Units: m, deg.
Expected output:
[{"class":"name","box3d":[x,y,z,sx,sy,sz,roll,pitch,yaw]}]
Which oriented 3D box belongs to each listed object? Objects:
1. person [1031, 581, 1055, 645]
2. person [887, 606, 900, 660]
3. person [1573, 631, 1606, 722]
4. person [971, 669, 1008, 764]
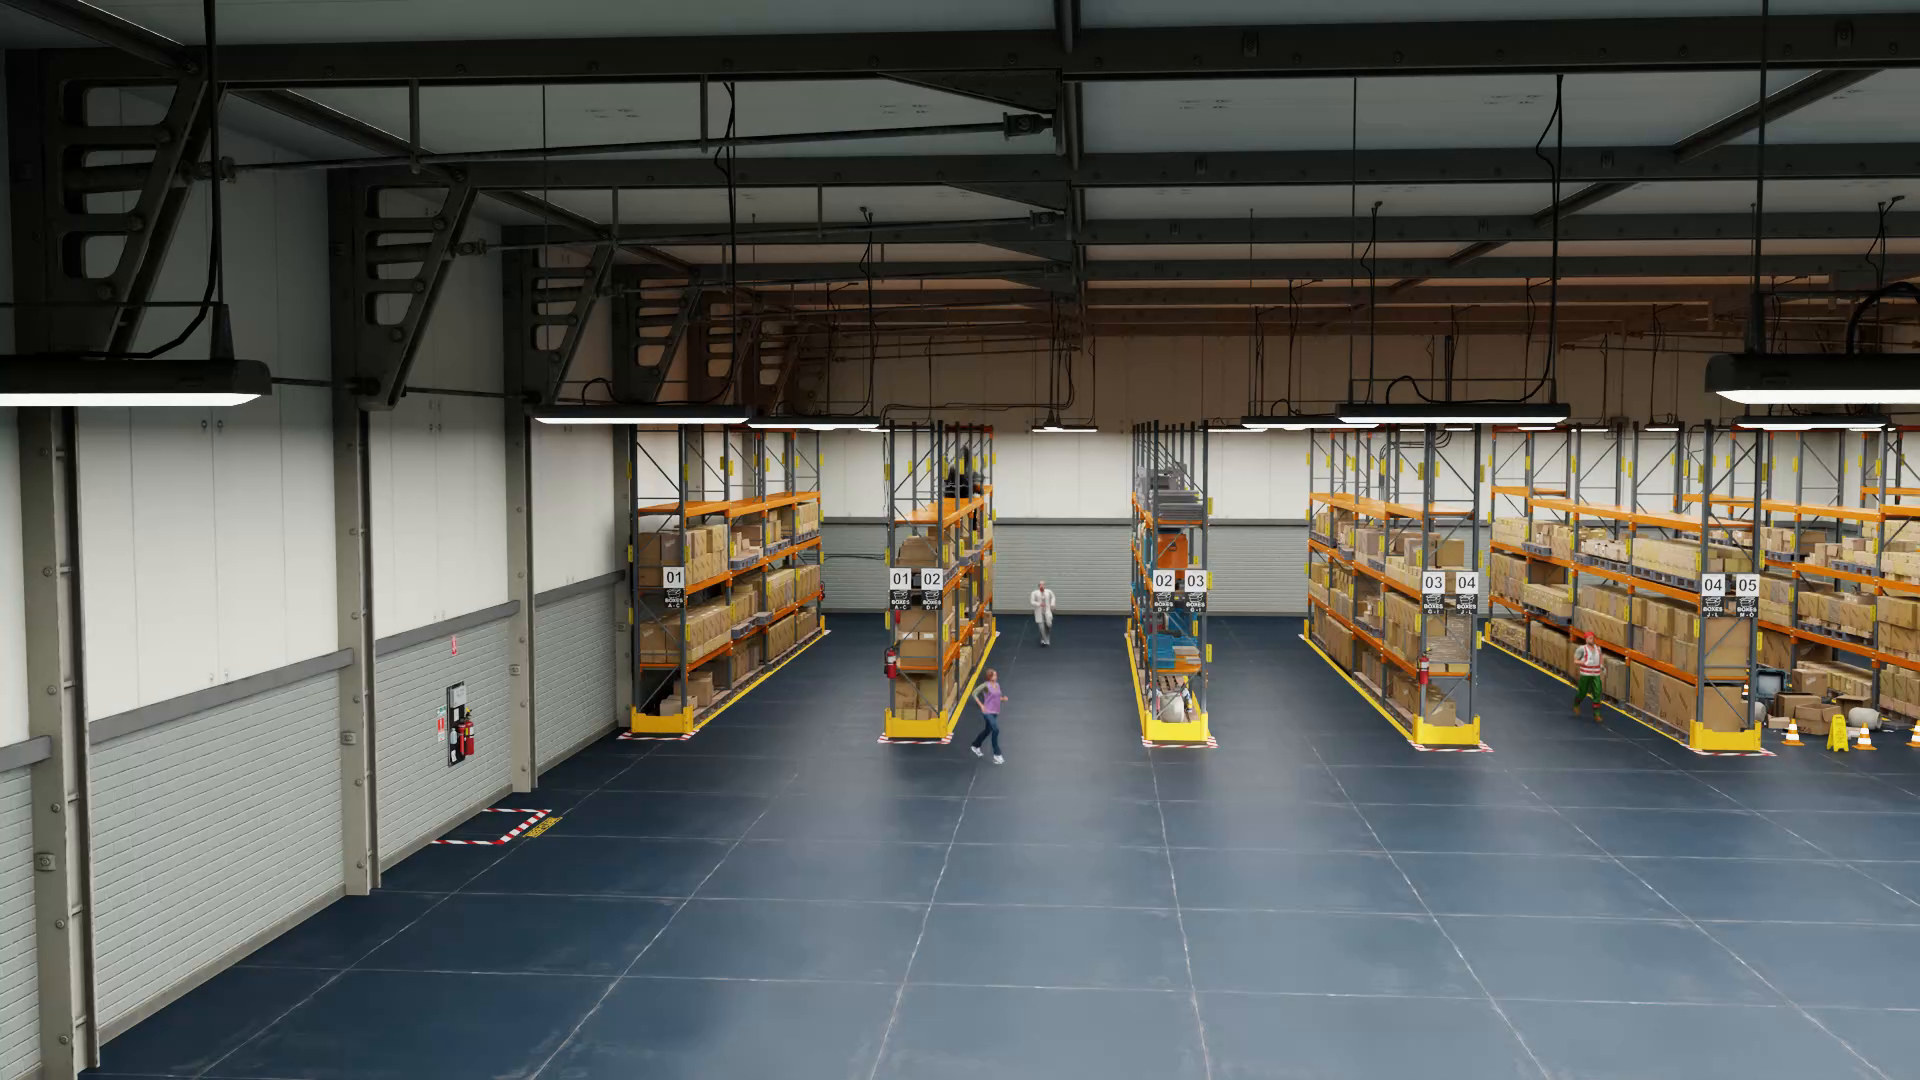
[{"class":"person","box3d":[2.262,1.985,45.260,0.683,1.756,0.700,0,4,-2]},{"class":"person","box3d":[-1.502,2.237,41.589,0.637,1.800,0.785,0,4,-3]},{"class":"person","box3d":[12.596,2.703,33.268,0.666,1.763,0.985,0,4,-3]},{"class":"person","box3d":[0.510,3.078,29.176,0.768,1.626,0.527,2,4,33]}]
